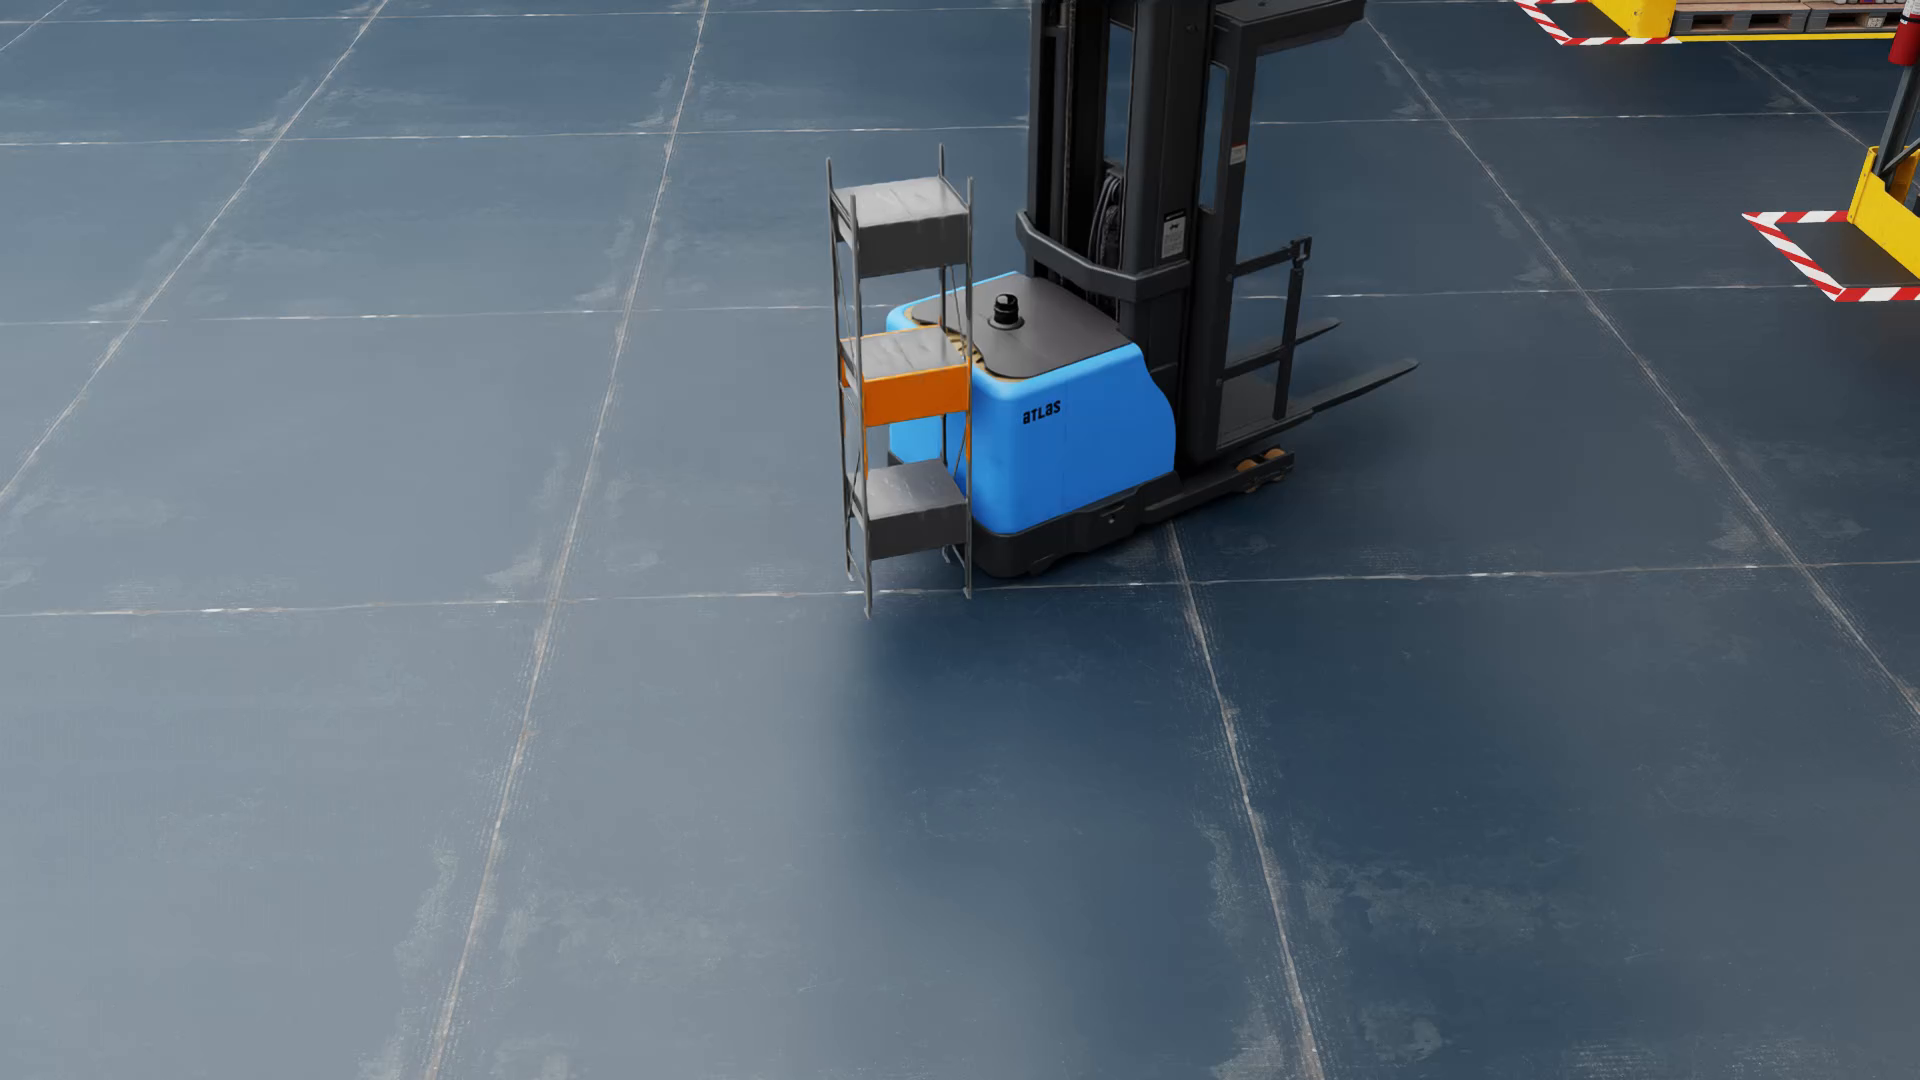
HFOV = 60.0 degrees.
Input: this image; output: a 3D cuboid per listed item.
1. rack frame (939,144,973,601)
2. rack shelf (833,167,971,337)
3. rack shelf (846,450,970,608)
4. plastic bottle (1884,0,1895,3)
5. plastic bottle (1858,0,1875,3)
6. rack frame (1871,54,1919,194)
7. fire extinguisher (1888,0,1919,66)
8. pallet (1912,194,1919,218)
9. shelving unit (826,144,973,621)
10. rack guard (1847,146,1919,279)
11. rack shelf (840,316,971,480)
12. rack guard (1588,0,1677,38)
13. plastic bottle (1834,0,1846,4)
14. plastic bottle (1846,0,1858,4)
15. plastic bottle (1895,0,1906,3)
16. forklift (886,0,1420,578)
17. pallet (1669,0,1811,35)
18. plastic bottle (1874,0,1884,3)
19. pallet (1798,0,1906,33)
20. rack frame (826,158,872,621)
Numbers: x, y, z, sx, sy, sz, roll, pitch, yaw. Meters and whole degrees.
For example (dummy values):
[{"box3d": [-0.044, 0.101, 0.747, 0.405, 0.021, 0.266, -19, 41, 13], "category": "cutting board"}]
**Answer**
[{"box3d": [-0.017, -0.687, 7.397, 0.015, 2.100, 0.400, -11, 36, -15], "category": "rack frame"}, {"box3d": [-0.248, -1.207, 6.942, 0.480, 0.518, 0.431, -11, 36, -15], "category": "rack shelf"}, {"box3d": [-0.248, -0.055, 7.739, 0.480, 0.518, 0.431, -11, 36, -15], "category": "rack shelf"}, {"box3d": [8.253, -4.897, 14.701, 0.097, 0.271, 0.097, 0, 35, 0], "category": "plastic bottle"}, {"box3d": [8.038, -4.886, 14.674, 0.133, 0.283, 0.061, -1, 35, -1], "category": "plastic bottle"}, {"box3d": [6.219, -3.139, 10.150, 0.127, 3.000, 1.000, -2, 35, -2], "category": "rack frame"}, {"box3d": [6.083, -3.366, 10.546, 0.183, 0.674, 0.296, -2, 35, -2], "category": "fire extinguisher"}, {"box3d": [7.109, -1.996, 10.949, 1.213, 0.211, 1.003, -2, 35, -2], "category": "pallet"}, {"box3d": [-0.248, -0.642, 7.333, 0.503, 2.100, 0.431, -11, 36, -15], "category": "shelving unit"}, {"box3d": [6.295, -2.113, 10.864, 0.348, 0.500, 1.175, -2, 35, -2], "category": "rack guard"}, {"box3d": [-0.248, -0.631, 7.341, 0.480, 0.518, 0.431, -11, 36, -15], "category": "rack shelf"}, {"box3d": [6.059, -4.955, 14.971, 0.348, 0.500, 1.175, -2, 35, -2], "category": "rack guard"}, {"box3d": [7.811, -4.885, 14.684, 0.097, 0.271, 0.097, 0, 35, 0], "category": "plastic bottle"}, {"box3d": [7.914, -4.859, 14.708, 0.097, 0.201, 0.097, 0, 35, 0], "category": "plastic bottle"}, {"box3d": [8.352, -4.871, 14.725, 0.097, 0.201, 0.097, 0, 35, 0], "category": "plastic bottle"}, {"box3d": [1.134, -1.678, 8.099, 3.031, 2.935, 1.130, -21, 40, -28], "category": "forklift"}, {"box3d": [6.870, -4.856, 15.081, 1.213, 0.211, 1.003, -2, 35, -2], "category": "pallet"}, {"box3d": [8.153, -4.895, 14.697, 0.097, 0.271, 0.097, 0, 35, 0], "category": "plastic bottle"}, {"box3d": [8.086, -4.887, 15.126, 1.213, 0.211, 1.003, -2, 35, -2], "category": "pallet"}, {"box3d": [-0.480, -0.598, 7.269, 0.015, 2.100, 0.400, -11, 36, -15], "category": "rack frame"}]
